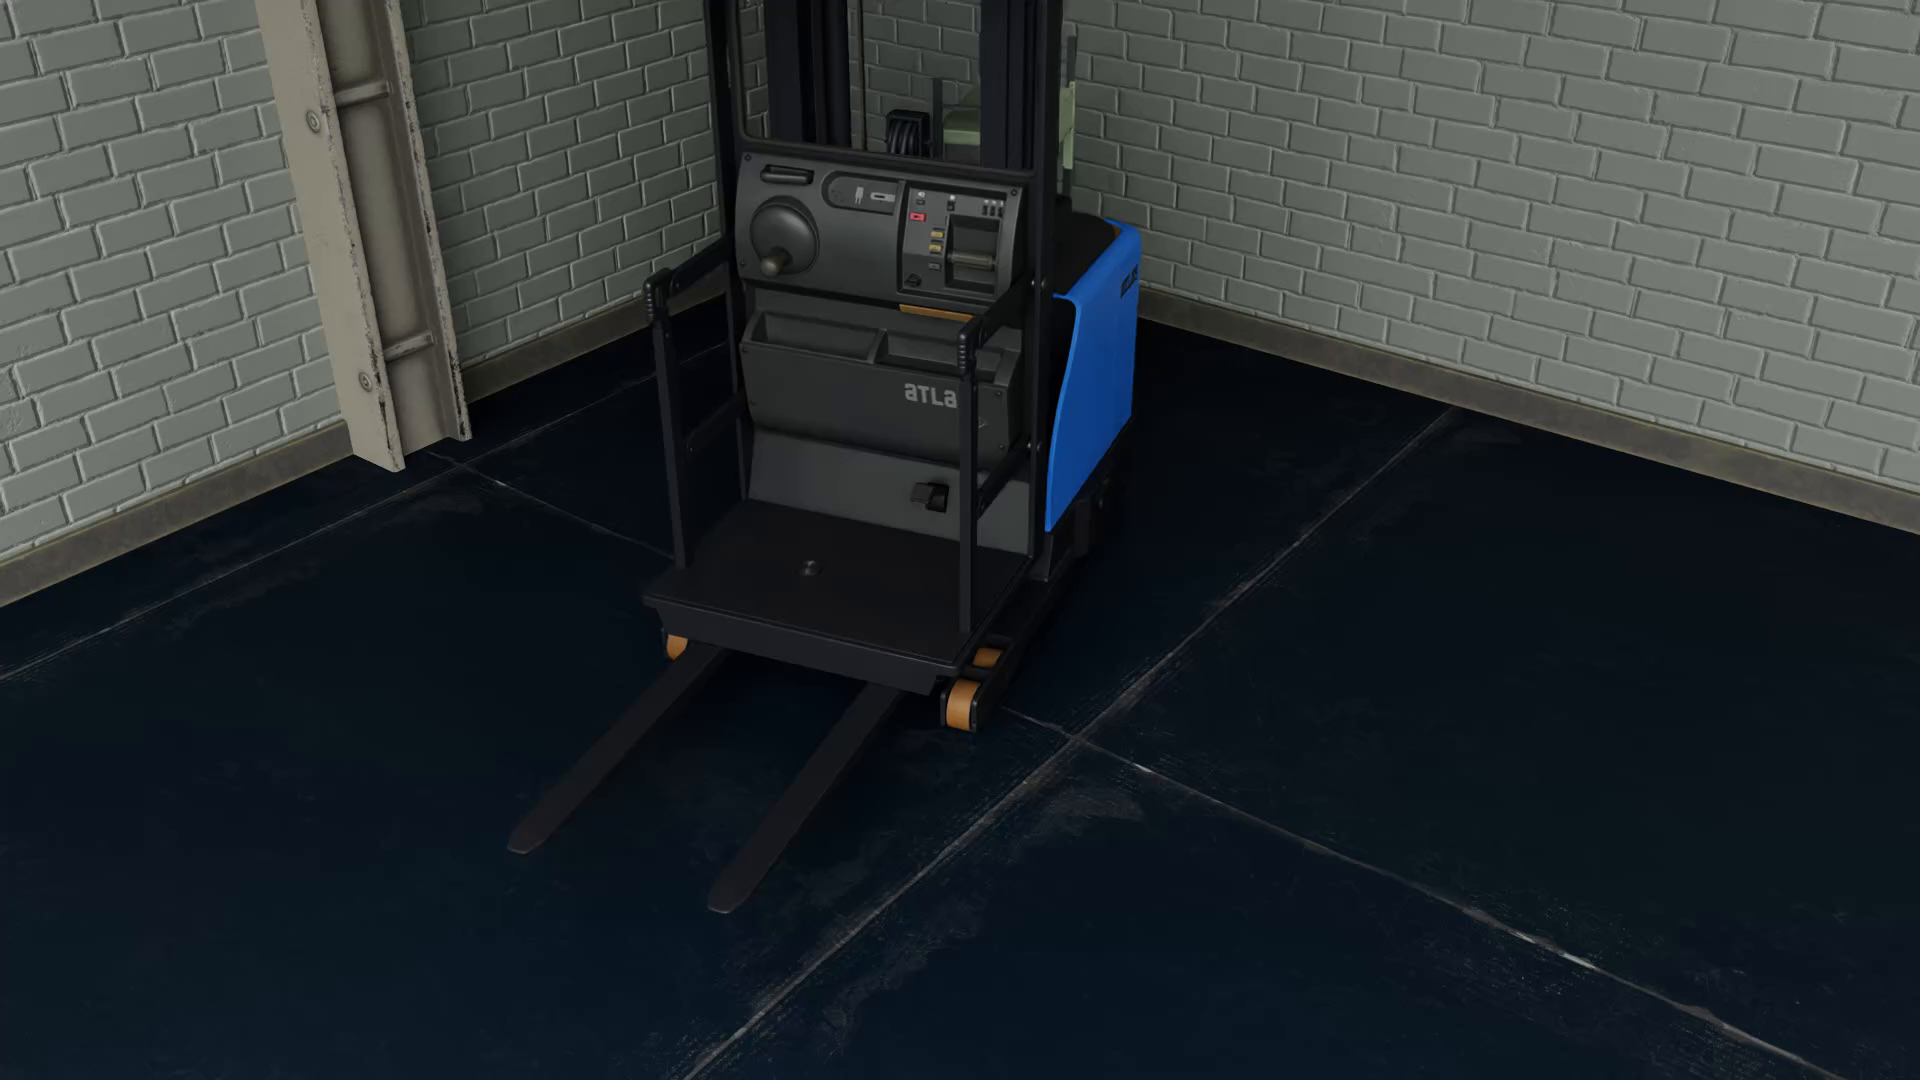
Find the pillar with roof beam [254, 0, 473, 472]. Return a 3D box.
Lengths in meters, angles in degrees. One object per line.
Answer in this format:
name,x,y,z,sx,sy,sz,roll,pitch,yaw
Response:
pillar with roof beam,1.149,-2.946,2.394,9.100,9.000,0.400,21,37,31

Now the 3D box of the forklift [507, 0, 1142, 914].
forklift,-0.336,-0.902,4.896,1.130,2.935,3.031,12,33,19

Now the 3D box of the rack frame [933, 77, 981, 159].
rack frame,0.096,-1.063,6.572,0.400,1.500,0.023,7,31,12

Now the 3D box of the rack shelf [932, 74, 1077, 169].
rack shelf,0.187,-1.579,6.678,0.431,0.370,0.720,7,31,12

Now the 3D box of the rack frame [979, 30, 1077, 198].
rack frame,0.278,-1.424,7.182,0.400,1.500,0.023,7,31,12

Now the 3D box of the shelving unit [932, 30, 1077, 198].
shelving unit,0.187,-1.243,6.877,0.431,1.500,0.755,7,31,12
